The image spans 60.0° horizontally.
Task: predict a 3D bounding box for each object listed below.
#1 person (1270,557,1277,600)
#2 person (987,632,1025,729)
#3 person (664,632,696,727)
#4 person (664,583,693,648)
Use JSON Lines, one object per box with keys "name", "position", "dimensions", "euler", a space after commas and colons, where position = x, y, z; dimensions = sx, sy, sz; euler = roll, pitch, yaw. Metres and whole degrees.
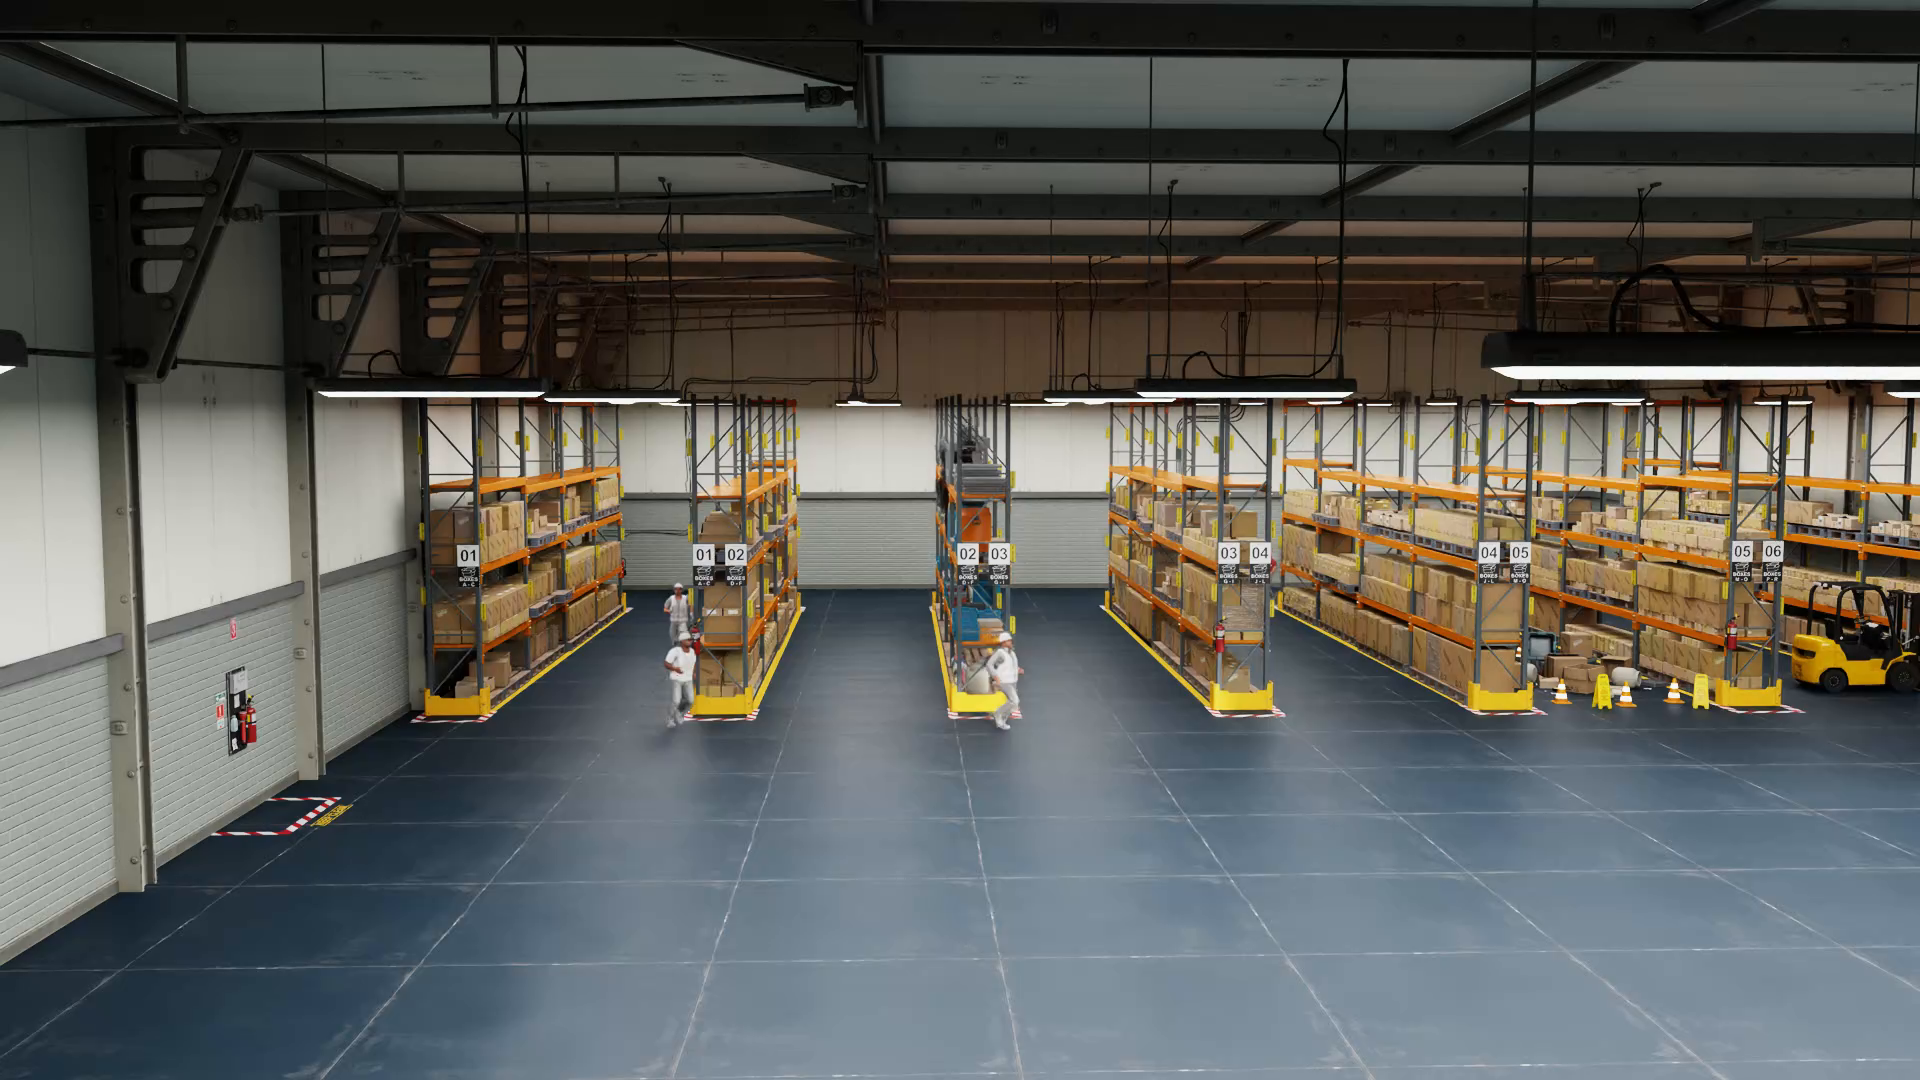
{"name": "person", "position": [8.947, 1.076, 48.668], "dimensions": [0.544, 1.679, 0.716], "euler": [-1, 5, -17]}
{"name": "person", "position": [0.873, 2.521, 29.656], "dimensions": [0.592, 1.733, 0.649], "euler": [3, 5, 32]}
{"name": "person", "position": [-4.974, 2.510, 29.987], "dimensions": [0.702, 1.688, 0.566], "euler": [-3, 6, -37]}
{"name": "person", "position": [-6.350, 1.855, 37.547], "dimensions": [0.668, 1.765, 0.998], "euler": [0, 5, -3]}
